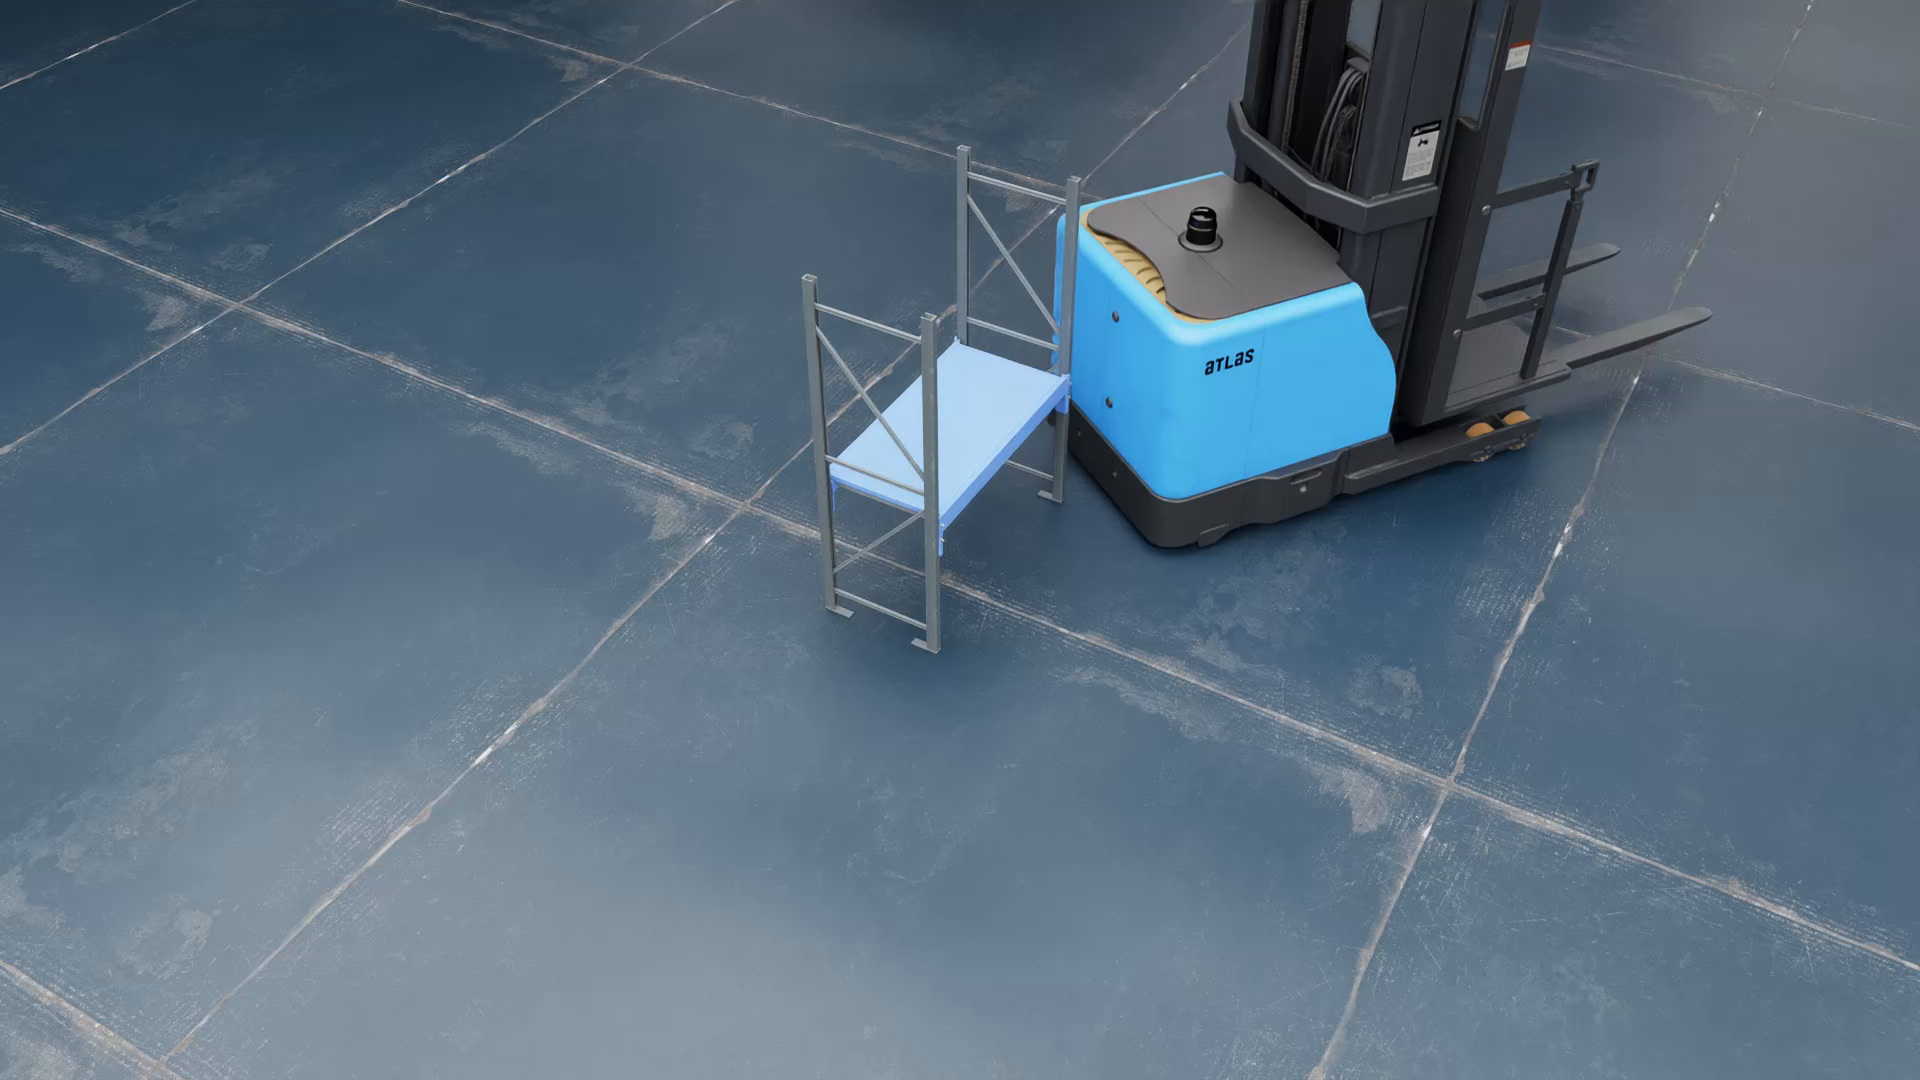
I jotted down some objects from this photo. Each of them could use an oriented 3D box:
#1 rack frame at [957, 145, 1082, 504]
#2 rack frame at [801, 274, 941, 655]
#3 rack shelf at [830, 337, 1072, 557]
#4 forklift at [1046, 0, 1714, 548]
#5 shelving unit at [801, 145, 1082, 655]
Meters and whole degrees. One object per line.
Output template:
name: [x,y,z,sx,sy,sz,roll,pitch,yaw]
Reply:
rack frame: [0.212,-0.805,6.529,0.500,1.500,0.032,21,45,22]
rack frame: [-0.297,-0.223,5.869,0.500,1.500,0.032,21,45,22]
rack shelf: [-0.043,-0.379,6.318,0.538,0.185,1.000,21,45,22]
forklift: [1.930,-1.734,6.501,3.031,2.935,1.130,-17,44,-19]
shelving unit: [-0.043,-0.514,6.199,0.538,1.500,1.048,21,45,22]
